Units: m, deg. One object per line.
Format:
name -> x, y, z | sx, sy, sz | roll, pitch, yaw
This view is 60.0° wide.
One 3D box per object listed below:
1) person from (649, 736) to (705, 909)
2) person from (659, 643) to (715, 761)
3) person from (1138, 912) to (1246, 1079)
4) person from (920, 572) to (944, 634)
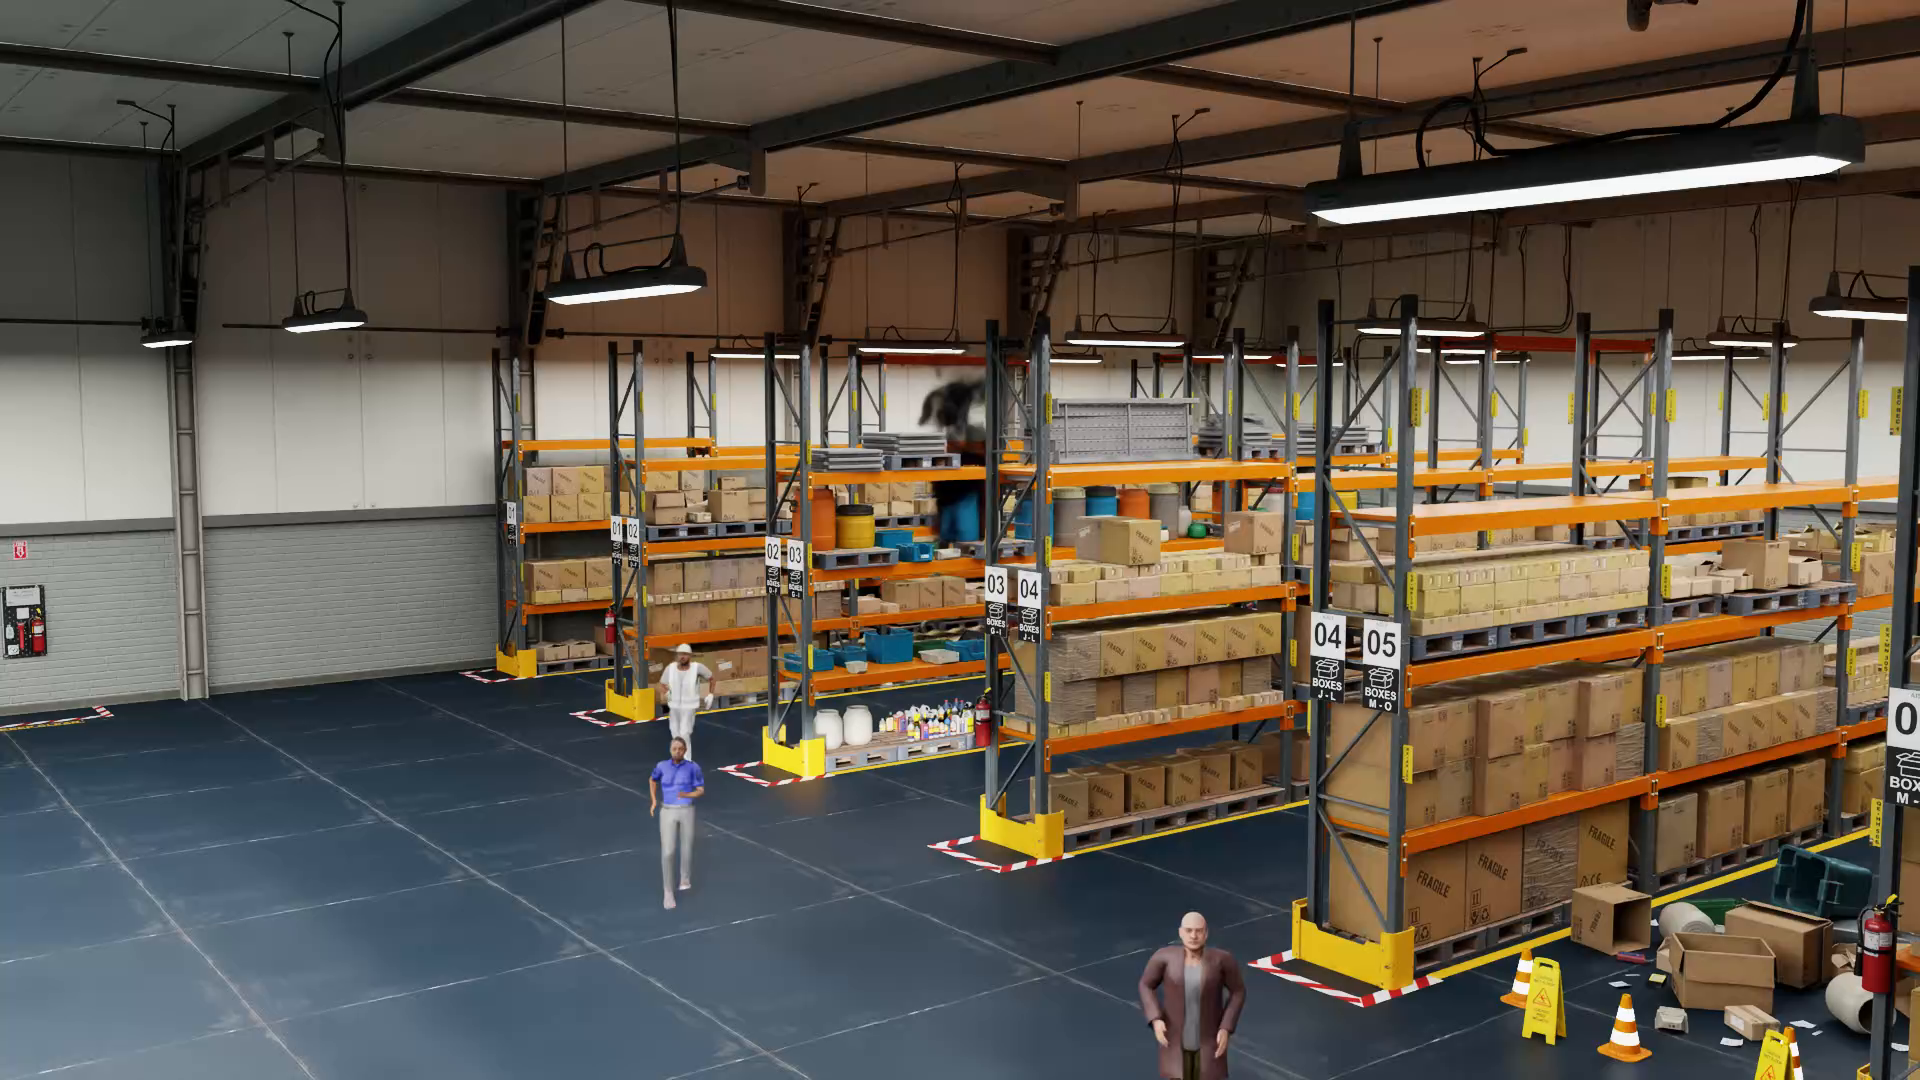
person -> -2.879, 2.861, 16.952 | 0.549, 1.714, 0.751 | -1, 5, -11
person -> -3.709, 2.308, 22.489 | 0.718, 1.849, 0.753 | 1, 5, 10
person -> 1.541, 3.326, 11.104 | 0.720, 1.745, 0.627 | 1, 5, 11
person -> -0.521, 1.446, 32.972 | 0.725, 1.755, 0.579 | -4, 6, -39
